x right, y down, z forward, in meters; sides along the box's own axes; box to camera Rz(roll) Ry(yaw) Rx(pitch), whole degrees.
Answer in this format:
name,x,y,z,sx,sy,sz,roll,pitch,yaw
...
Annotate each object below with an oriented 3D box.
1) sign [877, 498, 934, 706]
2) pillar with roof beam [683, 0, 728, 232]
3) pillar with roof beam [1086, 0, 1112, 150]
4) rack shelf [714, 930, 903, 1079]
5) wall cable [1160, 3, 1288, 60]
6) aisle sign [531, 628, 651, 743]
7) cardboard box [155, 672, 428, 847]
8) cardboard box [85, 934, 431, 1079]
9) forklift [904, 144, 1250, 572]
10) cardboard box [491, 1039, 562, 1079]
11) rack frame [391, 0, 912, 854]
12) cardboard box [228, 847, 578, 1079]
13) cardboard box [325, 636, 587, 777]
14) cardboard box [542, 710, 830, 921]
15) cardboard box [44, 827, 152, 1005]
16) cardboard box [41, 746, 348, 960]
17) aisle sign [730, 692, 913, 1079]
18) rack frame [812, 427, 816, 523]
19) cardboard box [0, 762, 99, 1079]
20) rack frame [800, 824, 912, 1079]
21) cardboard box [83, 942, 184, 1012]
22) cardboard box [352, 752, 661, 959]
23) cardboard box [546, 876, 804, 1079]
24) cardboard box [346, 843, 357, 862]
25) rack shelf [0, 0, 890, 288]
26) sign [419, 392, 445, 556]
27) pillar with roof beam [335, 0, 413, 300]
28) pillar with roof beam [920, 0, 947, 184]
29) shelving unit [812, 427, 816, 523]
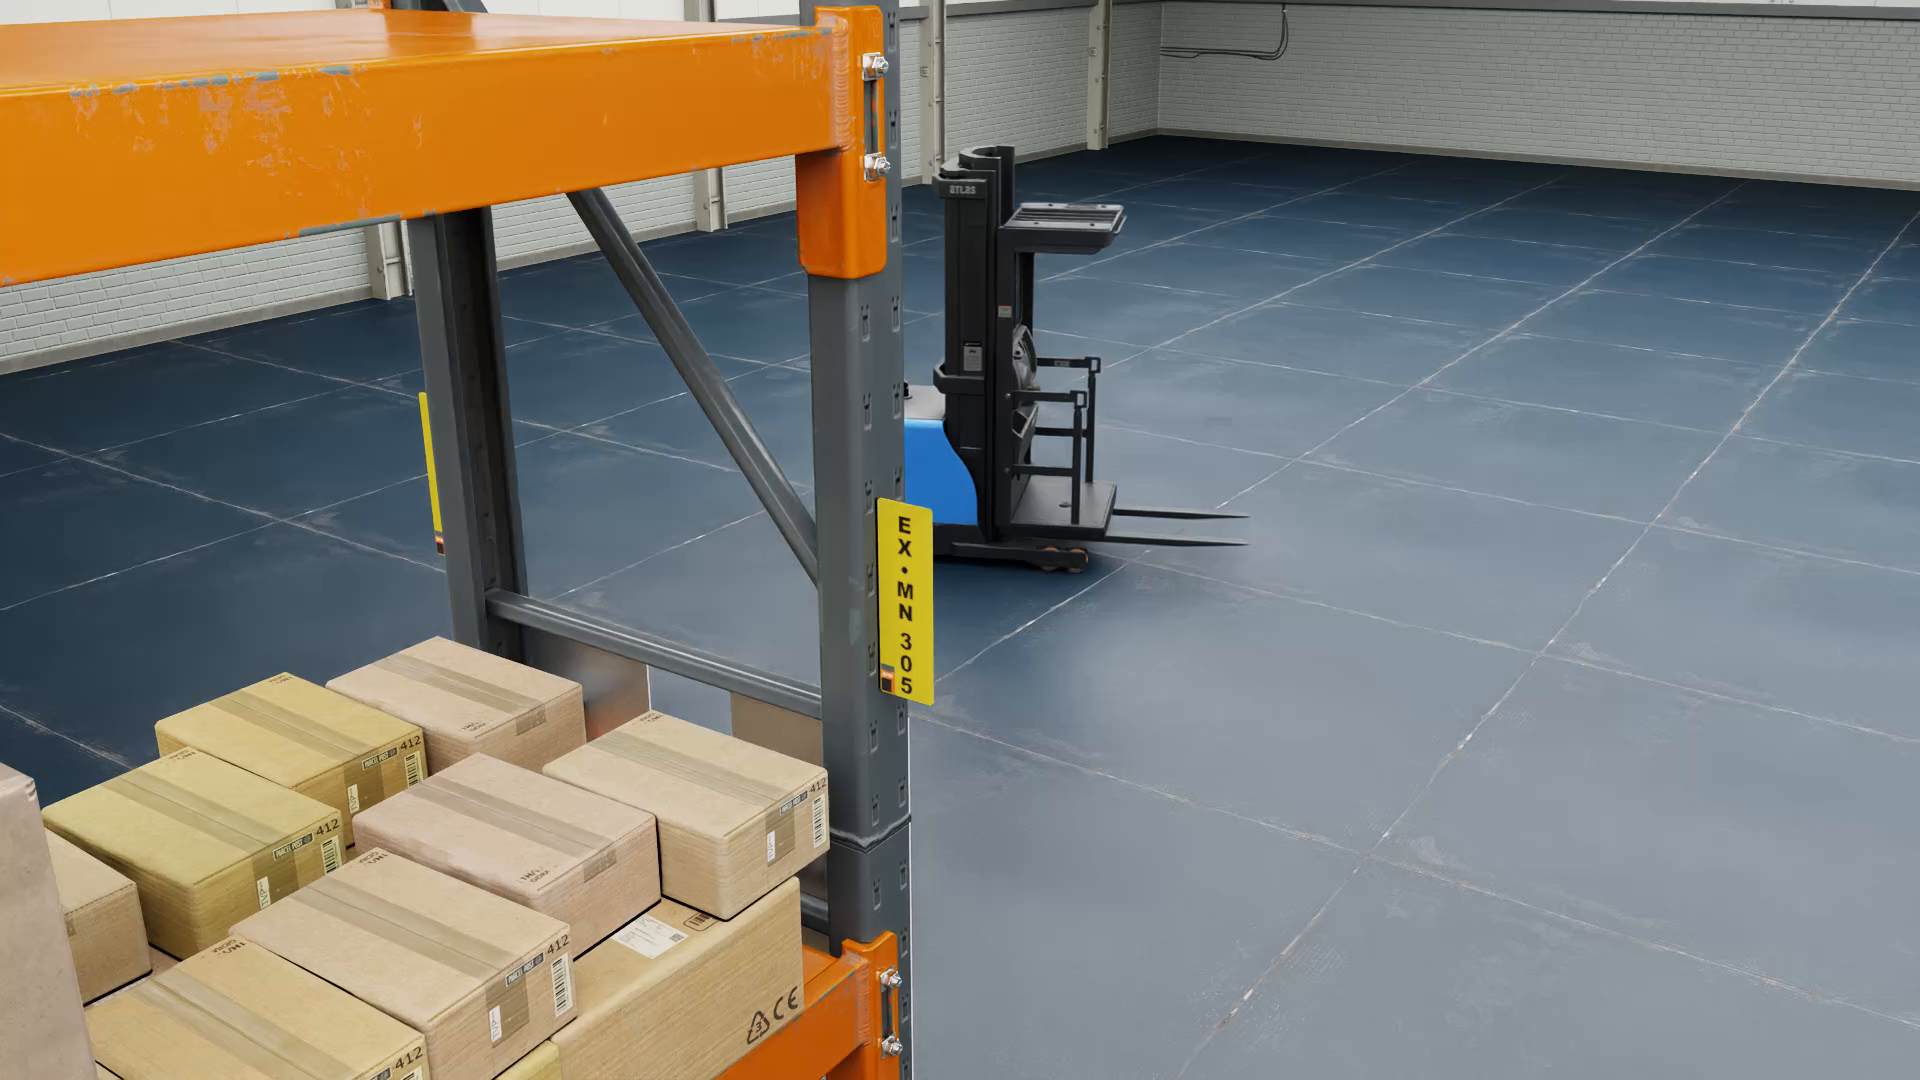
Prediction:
name,x,y,z,sx,sy,sz,roll,pitch,yaw
sign,-0.084,0.097,2.578,0.100,0.325,0.005,13,24,32
pillar with roof beam,-0.293,-8.209,21.986,9.100,9.000,0.400,13,24,32
pillar with roof beam,6.453,-11.652,31.294,9.100,9.000,0.400,13,24,32
rack shelf,-1.656,1.310,1.613,1.077,0.370,4.000,13,24,32
wall cable,5.642,-11.622,35.690,3.097,2.526,0.112,13,24,32
aisle sign,-0.745,0.510,3.315,0.394,0.787,0.004,13,24,32
cardboard box,-1.103,0.372,2.755,0.380,0.149,0.250,14,24,33
cardboard box,-0.857,0.651,1.999,0.380,0.149,0.250,13,24,32
forklift,0.659,-1.340,12.163,3.031,2.935,1.130,4,21,9
cardboard box,-0.871,0.801,2.169,0.500,0.250,0.500,13,24,32
rack frame,-0.532,-1.008,2.519,1.000,3.000,0.127,13,24,32
cardboard box,-0.736,0.574,2.206,0.380,0.149,0.250,12,23,30
cardboard box,-0.878,0.316,2.905,0.380,0.149,0.250,13,24,31
cardboard box,-0.430,0.423,2.616,0.380,0.149,0.250,13,24,32
cardboard box,-1.355,0.532,2.320,0.380,0.149,0.250,14,25,34
cardboard box,-1.143,0.468,2.494,0.380,0.149,0.250,13,24,31
aisle sign,-0.249,0.627,2.999,0.394,0.787,0.004,13,24,32
rack frame,-1.059,-0.517,12.866,0.006,0.900,0.240,-18,27,-40
cardboard box,-1.194,0.472,1.548,0.500,0.500,0.500,13,24,32
rack frame,-0.532,1.806,3.560,1.000,3.000,0.127,13,24,32
cardboard box,-1.301,0.706,2.425,0.500,0.250,0.500,13,24,31
cardboard box,-0.673,0.474,2.476,0.380,0.149,0.250,12,24,30
cardboard box,-0.592,0.657,2.558,0.500,0.250,0.500,14,24,33
cardboard box,-1.016,0.557,2.828,0.500,0.250,0.500,14,25,33
rack shelf,-1.656,-0.095,1.093,1.077,0.370,4.000,13,24,32
sign,-0.980,-0.117,3.174,0.100,0.325,0.005,13,24,32
pillar with roof beam,-3.665,-6.487,17.332,9.100,9.000,0.400,13,24,32
pillar with roof beam,3.080,-9.930,26.640,9.100,9.000,0.400,13,24,32
shelving unit,-0.984,-0.541,12.930,0.210,0.900,0.258,-18,27,-40
